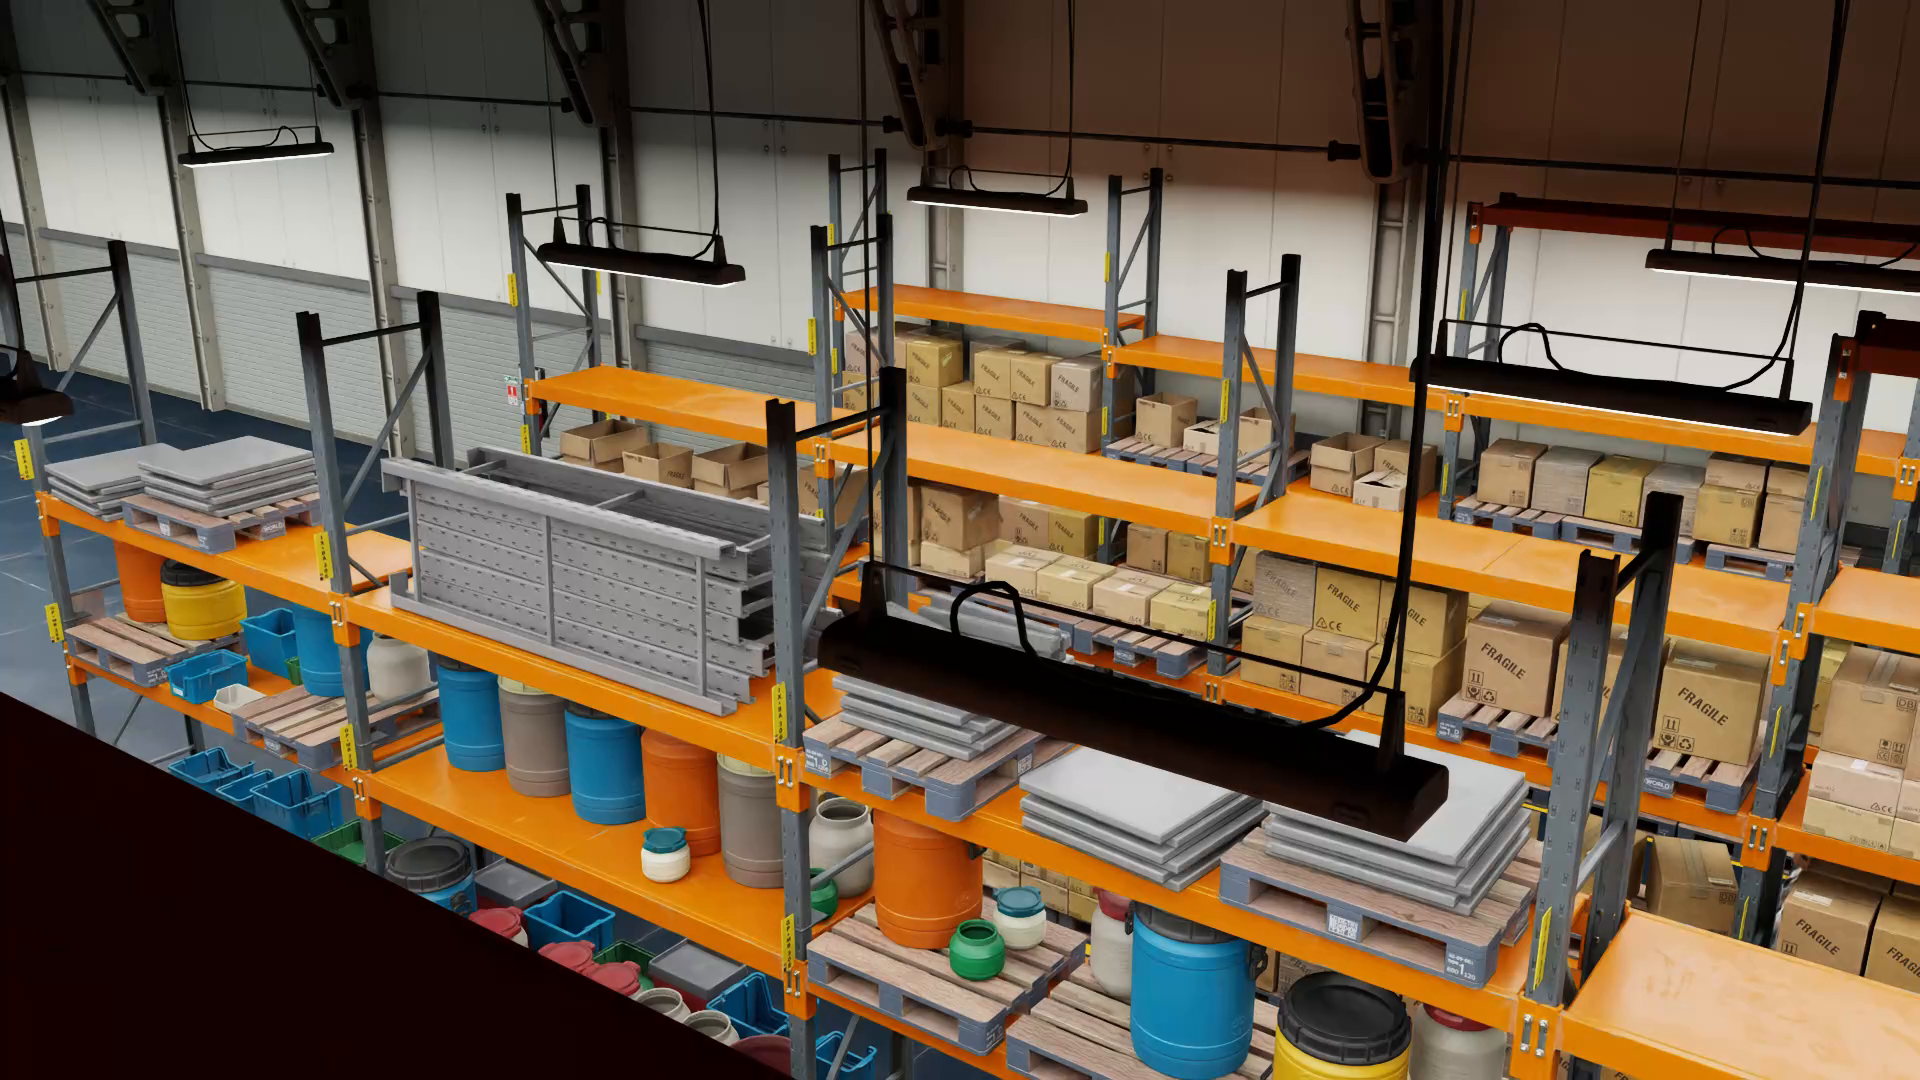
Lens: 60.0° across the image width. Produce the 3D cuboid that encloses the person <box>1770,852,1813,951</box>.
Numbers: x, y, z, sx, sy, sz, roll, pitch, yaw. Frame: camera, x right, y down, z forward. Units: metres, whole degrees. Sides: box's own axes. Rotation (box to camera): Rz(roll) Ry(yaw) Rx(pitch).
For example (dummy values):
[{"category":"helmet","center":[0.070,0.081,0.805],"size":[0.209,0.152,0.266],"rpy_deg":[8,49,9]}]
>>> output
[{"category":"person","center":[6.588,3.092,13.226],"size":[0.961,1.648,0.549],"rpy_deg":[17,25,42]}]
